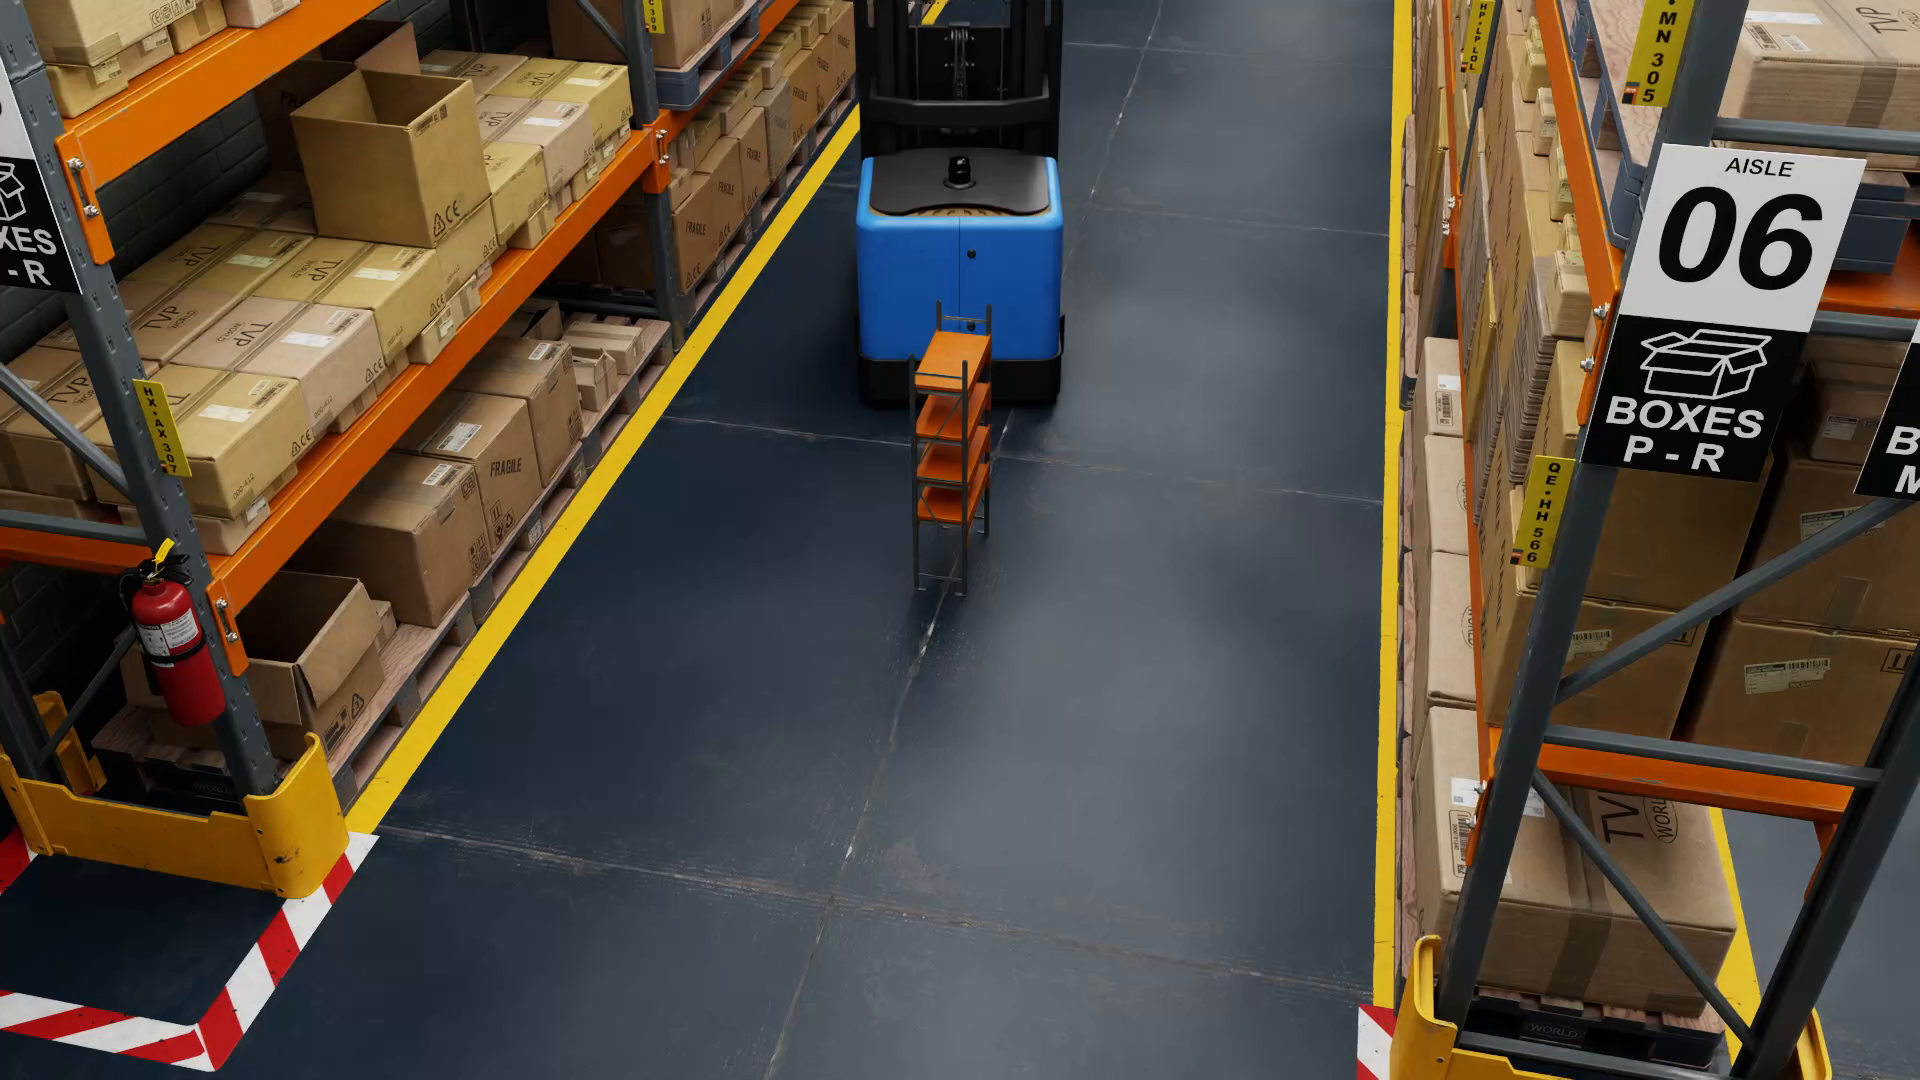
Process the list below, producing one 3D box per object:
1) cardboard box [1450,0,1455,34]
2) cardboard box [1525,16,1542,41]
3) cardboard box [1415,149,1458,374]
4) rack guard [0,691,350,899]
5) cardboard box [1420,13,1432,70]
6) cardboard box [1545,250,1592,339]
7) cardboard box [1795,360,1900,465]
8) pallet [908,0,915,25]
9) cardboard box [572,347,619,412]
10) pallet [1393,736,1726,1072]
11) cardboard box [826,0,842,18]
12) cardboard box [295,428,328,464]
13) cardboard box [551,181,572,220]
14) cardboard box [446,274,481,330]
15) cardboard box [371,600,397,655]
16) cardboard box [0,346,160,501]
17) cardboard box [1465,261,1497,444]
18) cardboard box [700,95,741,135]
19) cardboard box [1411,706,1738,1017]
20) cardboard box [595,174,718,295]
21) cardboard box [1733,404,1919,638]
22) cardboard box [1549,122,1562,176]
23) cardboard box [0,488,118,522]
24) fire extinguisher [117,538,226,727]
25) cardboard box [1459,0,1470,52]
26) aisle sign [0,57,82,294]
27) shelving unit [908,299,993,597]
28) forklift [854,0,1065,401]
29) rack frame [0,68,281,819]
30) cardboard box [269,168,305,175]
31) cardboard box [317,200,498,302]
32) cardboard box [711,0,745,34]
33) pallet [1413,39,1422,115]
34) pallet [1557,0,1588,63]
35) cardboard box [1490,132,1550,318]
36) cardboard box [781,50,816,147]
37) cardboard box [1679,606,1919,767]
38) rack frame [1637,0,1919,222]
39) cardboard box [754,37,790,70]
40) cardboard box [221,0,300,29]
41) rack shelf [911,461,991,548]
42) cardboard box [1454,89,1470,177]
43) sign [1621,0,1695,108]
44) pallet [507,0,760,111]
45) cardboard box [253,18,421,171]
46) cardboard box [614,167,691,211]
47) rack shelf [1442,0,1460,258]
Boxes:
[{"bbox_3d":[3.112,-3.105,9.606,0.500,0.250,0.500,8,37,12],"label":"cardboard box"},{"bbox_3d":[2.332,-1.842,6.246,0.380,0.149,0.250,7,37,10],"label":"cardboard box"},{"bbox_3d":[2.872,-1.394,8.569,0.875,0.875,0.875,8,37,11],"label":"cardboard box"},{"bbox_3d":[-2.870,0.923,6.050,1.175,0.500,0.348,7,37,10],"label":"rack guard"},{"bbox_3d":[3.803,-3.440,11.822,0.950,0.372,0.625,5,36,7],"label":"cardboard box"},{"bbox_3d":[1.848,-0.671,4.630,0.380,0.149,0.250,7,37,10],"label":"cardboard box"},{"bbox_3d":[2.310,-0.302,4.121,0.380,0.149,0.250,8,37,11],"label":"cardboard box"},{"bbox_3d":[-0.964,-3.970,13.047,1.003,0.211,1.213,7,37,10],"label":"pallet"},{"bbox_3d":[-1.940,-0.841,8.326,0.396,0.266,0.258,9,37,12],"label":"cardboard box"},{"bbox_3d":[2.058,1.236,5.865,1.003,0.211,1.213,7,37,10],"label":"pallet"},{"bbox_3d":[-1.036,-3.737,11.570,0.380,0.149,0.250,6,36,8],"label":"cardboard box"},{"bbox_3d":[-2.517,-0.404,5.966,0.380,0.149,0.250,7,36,9],"label":"cardboard box"},{"bbox_3d":[-2.002,-1.571,7.576,0.380,0.149,0.250,8,37,11],"label":"cardboard box"},{"bbox_3d":[-2.188,-0.983,6.765,0.380,0.149,0.250,8,37,11],"label":"cardboard box"},{"bbox_3d":[-2.534,0.362,6.766,0.380,0.149,0.250,6,36,8],"label":"cardboard box"},{"bbox_3d":[-3.047,-0.402,5.623,0.500,0.250,0.500,8,37,11],"label":"cardboard box"},{"bbox_3d":[2.128,-0.655,6.012,0.500,0.500,0.500,8,37,11],"label":"cardboard box"},{"bbox_3d":[-1.533,-2.546,9.926,0.380,0.149,0.250,7,37,10],"label":"cardboard box"},{"bbox_3d":[2.007,1.051,5.569,0.875,0.438,0.875,6,36,8],"label":"cardboard box"},{"bbox_3d":[-1.709,-1.745,9.374,0.500,0.500,0.500,9,37,12],"label":"cardboard box"},{"bbox_3d":[2.344,-0.110,4.408,0.500,0.500,0.500,7,36,9],"label":"cardboard box"},{"bbox_3d":[2.138,-1.251,5.429,0.380,0.149,0.250,8,37,11],"label":"cardboard box"},{"bbox_3d":[-3.078,-0.167,5.639,0.380,0.149,0.250,7,37,9],"label":"cardboard box"},{"bbox_3d":[-2.466,0.279,5.192,0.296,0.674,0.183,7,37,10],"label":"fire extinguisher"},{"bbox_3d":[2.879,-2.728,8.660,0.500,0.250,0.500,8,37,11],"label":"cardboard box"},{"bbox_3d":[-2.614,-1.022,4.389,0.394,0.787,0.004,7,37,10],"label":"aisle sign"},{"bbox_3d":[-0.035,-0.391,7.267,0.258,1.200,0.503,7,37,10],"label":"shelving unit"},{"bbox_3d":[-0.003,-2.740,9.033,1.130,2.935,3.031,0,36,0],"label":"forklift"},{"bbox_3d":[-2.886,-0.045,5.256,1.000,3.000,0.127,7,37,10],"label":"rack frame"},{"bbox_3d":[-2.614,-1.564,7.226,0.500,0.250,0.500,8,37,11],"label":"cardboard box"},{"bbox_3d":[-2.225,-1.207,6.734,0.500,0.250,0.500,6,36,9],"label":"cardboard box"},{"bbox_3d":[-1.599,-3.095,9.021,0.700,0.500,0.500,8,37,10],"label":"cardboard box"},{"bbox_3d":[3.841,-3.330,12.165,1.003,0.211,1.213,7,37,10],"label":"pallet"},{"bbox_3d":[2.370,-1.732,5.103,1.003,0.211,1.213,7,37,10],"label":"pallet"},{"bbox_3d":[2.135,-1.051,5.707,0.500,0.500,0.500,7,37,10],"label":"cardboard box"},{"bbox_3d":[-1.284,-2.934,11.015,0.500,0.500,0.500,9,37,12],"label":"cardboard box"},{"bbox_3d":[2.347,0.295,4.702,0.500,0.500,0.500,7,37,10],"label":"cardboard box"},{"bbox_3d":[1.964,-1.854,2.640,1.000,3.000,0.127,7,37,10],"label":"rack frame"},{"bbox_3d":[-1.316,-3.143,10.750,0.380,0.149,0.250,7,36,9],"label":"cardboard box"},{"bbox_3d":[-2.335,-1.740,5.253,0.380,0.149,0.250,8,37,11],"label":"cardboard box"},{"bbox_3d":[-0.035,-0.176,7.423,0.258,0.148,0.480,7,37,10],"label":"rack shelf"},{"bbox_3d":[2.668,-1.946,8.007,0.500,0.250,0.500,6,36,9],"label":"cardboard box"},{"bbox_3d":[1.437,-1.042,3.389,0.100,0.325,0.005,7,37,10],"label":"sign"},{"bbox_3d":[-1.755,-2.705,9.090,1.003,0.211,1.213,7,37,10],"label":"pallet"},{"bbox_3d":[-2.610,-1.881,7.025,0.500,0.500,0.500,6,36,9],"label":"cardboard box"},{"bbox_3d":[-1.695,-1.931,9.078,0.380,0.149,0.250,9,37,12],"label":"cardboard box"},{"bbox_3d":[3.245,-2.574,9.358,1.077,0.370,4.000,7,37,10],"label":"rack shelf"}]
